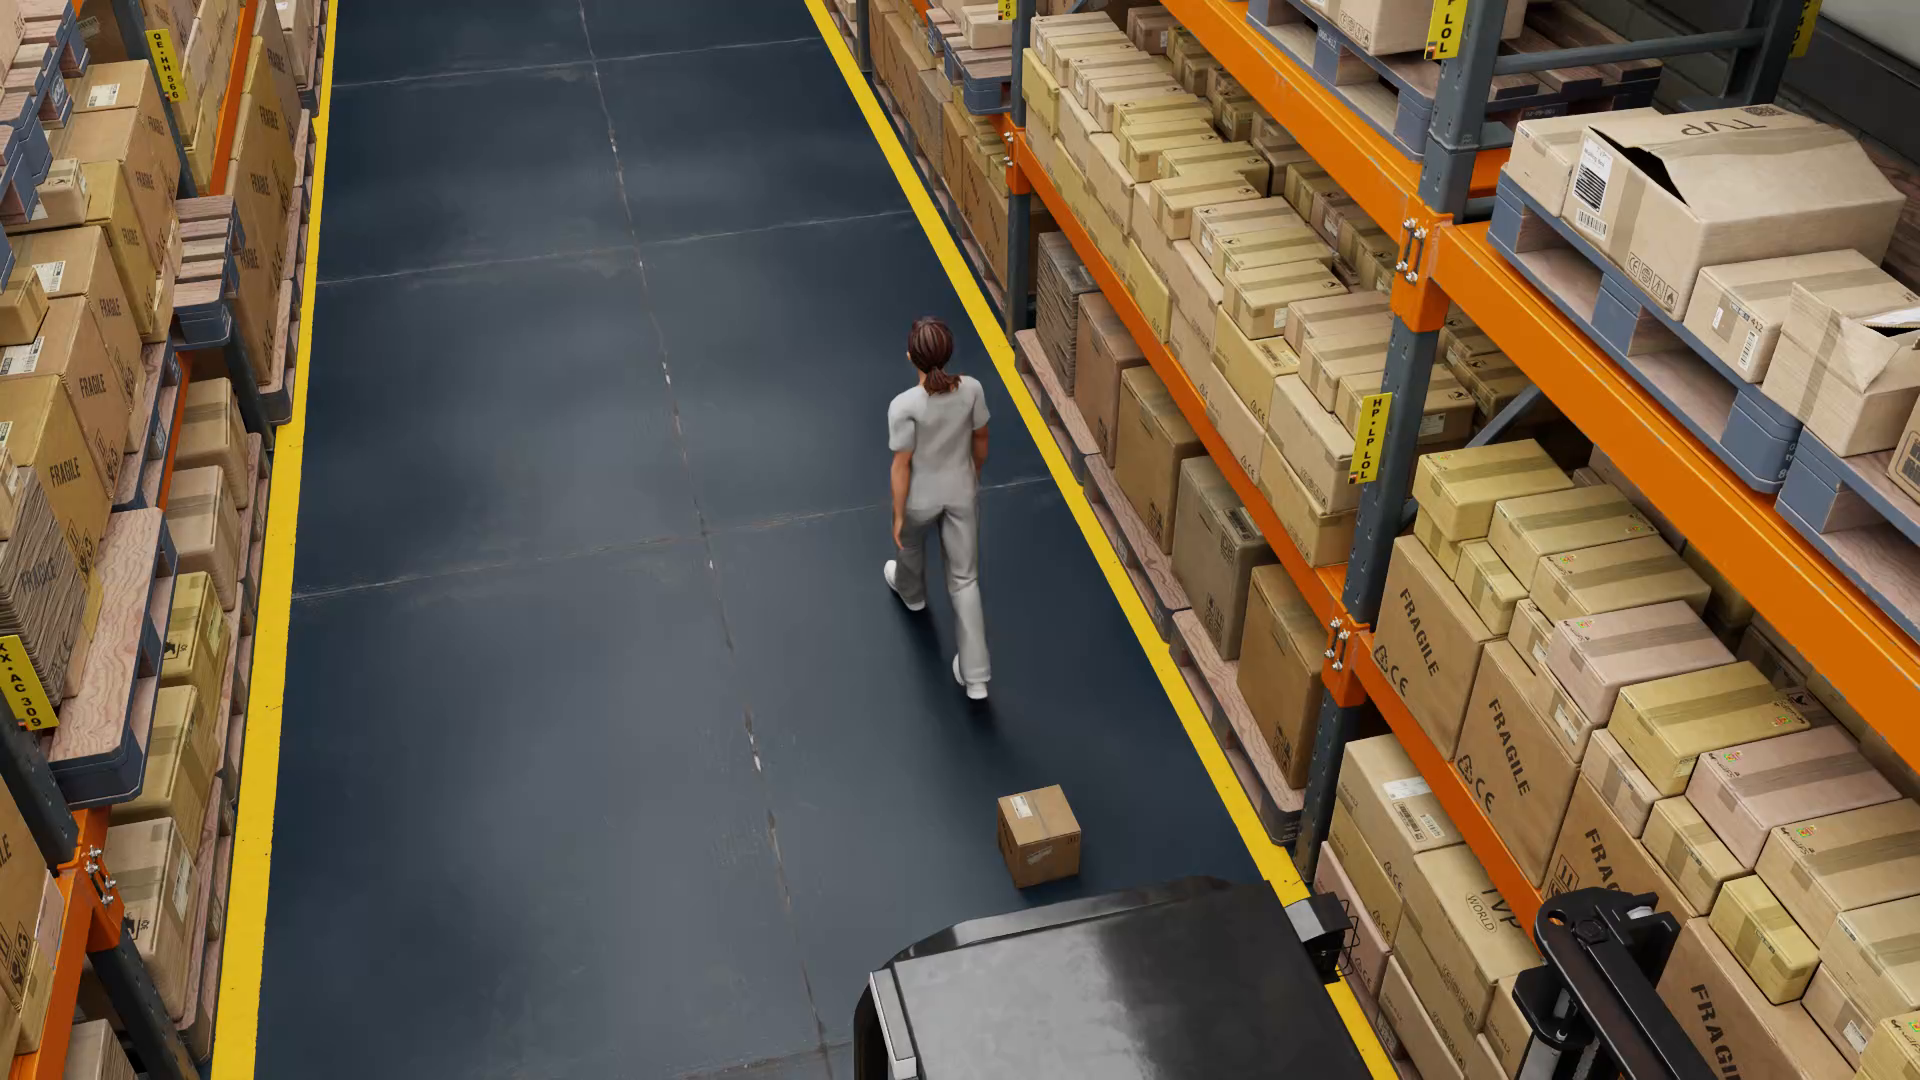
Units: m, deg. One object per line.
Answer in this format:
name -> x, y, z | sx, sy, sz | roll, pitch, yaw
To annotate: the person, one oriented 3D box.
person -> -0.080, -0.183, 6.903 | 0.461, 1.619, 1.047 | -11, 40, -13
